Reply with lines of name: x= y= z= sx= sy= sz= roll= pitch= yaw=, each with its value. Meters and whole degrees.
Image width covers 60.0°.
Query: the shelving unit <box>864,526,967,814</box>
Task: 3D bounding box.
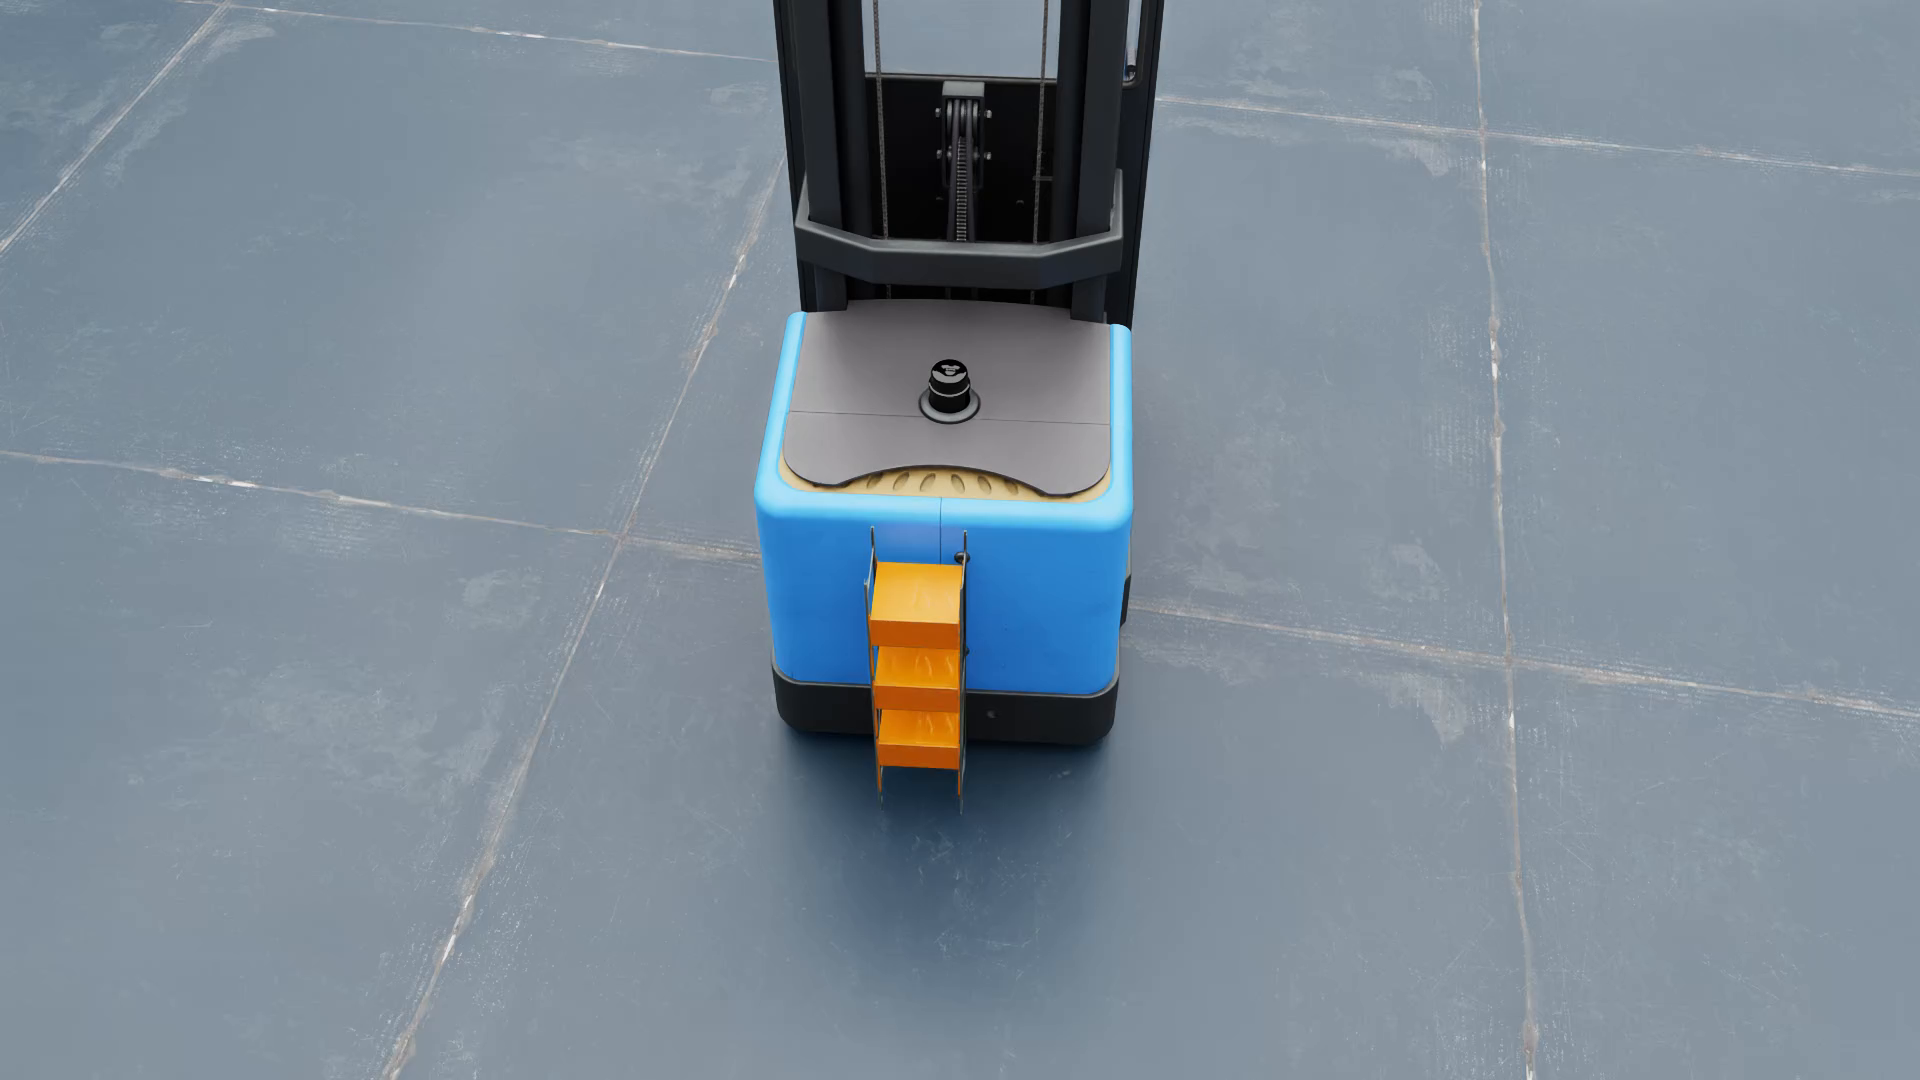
shelving unit: x=-0.114 y=0.395 z=4.689 sx=0.252 sy=1.050 sz=0.215 roll=3 pitch=48 yaw=2

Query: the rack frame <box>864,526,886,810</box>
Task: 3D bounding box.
rack frame: x=-0.235 y=0.390 z=4.694 sx=0.008 sy=1.050 sz=0.200 roll=3 pitch=48 yaw=2

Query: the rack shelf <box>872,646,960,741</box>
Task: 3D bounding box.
rack shelf: x=-0.114 y=0.402 z=4.697 sx=0.240 sy=0.259 sz=0.215 roll=3 pitch=48 yaw=2

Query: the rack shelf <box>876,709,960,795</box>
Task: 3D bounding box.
rack shelf: x=-0.114 y=0.588 z=4.904 sx=0.240 sy=0.259 sz=0.215 roll=3 pitch=48 yaw=2

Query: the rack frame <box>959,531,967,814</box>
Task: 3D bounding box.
rack frame: x=0.008 y=0.400 z=4.684 sx=0.008 sy=1.050 sz=0.200 roll=3 pitch=48 yaw=2

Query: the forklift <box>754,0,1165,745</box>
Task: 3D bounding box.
forklift: x=0.038 y=-1.448 z=5.080 sx=1.130 sy=2.935 sz=3.031 roll=3 pitch=48 yaw=2

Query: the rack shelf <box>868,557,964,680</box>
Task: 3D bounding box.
rack shelf: x=-0.114 y=0.212 z=4.486 sx=0.240 sy=0.259 sz=0.215 roll=3 pitch=48 yaw=2
